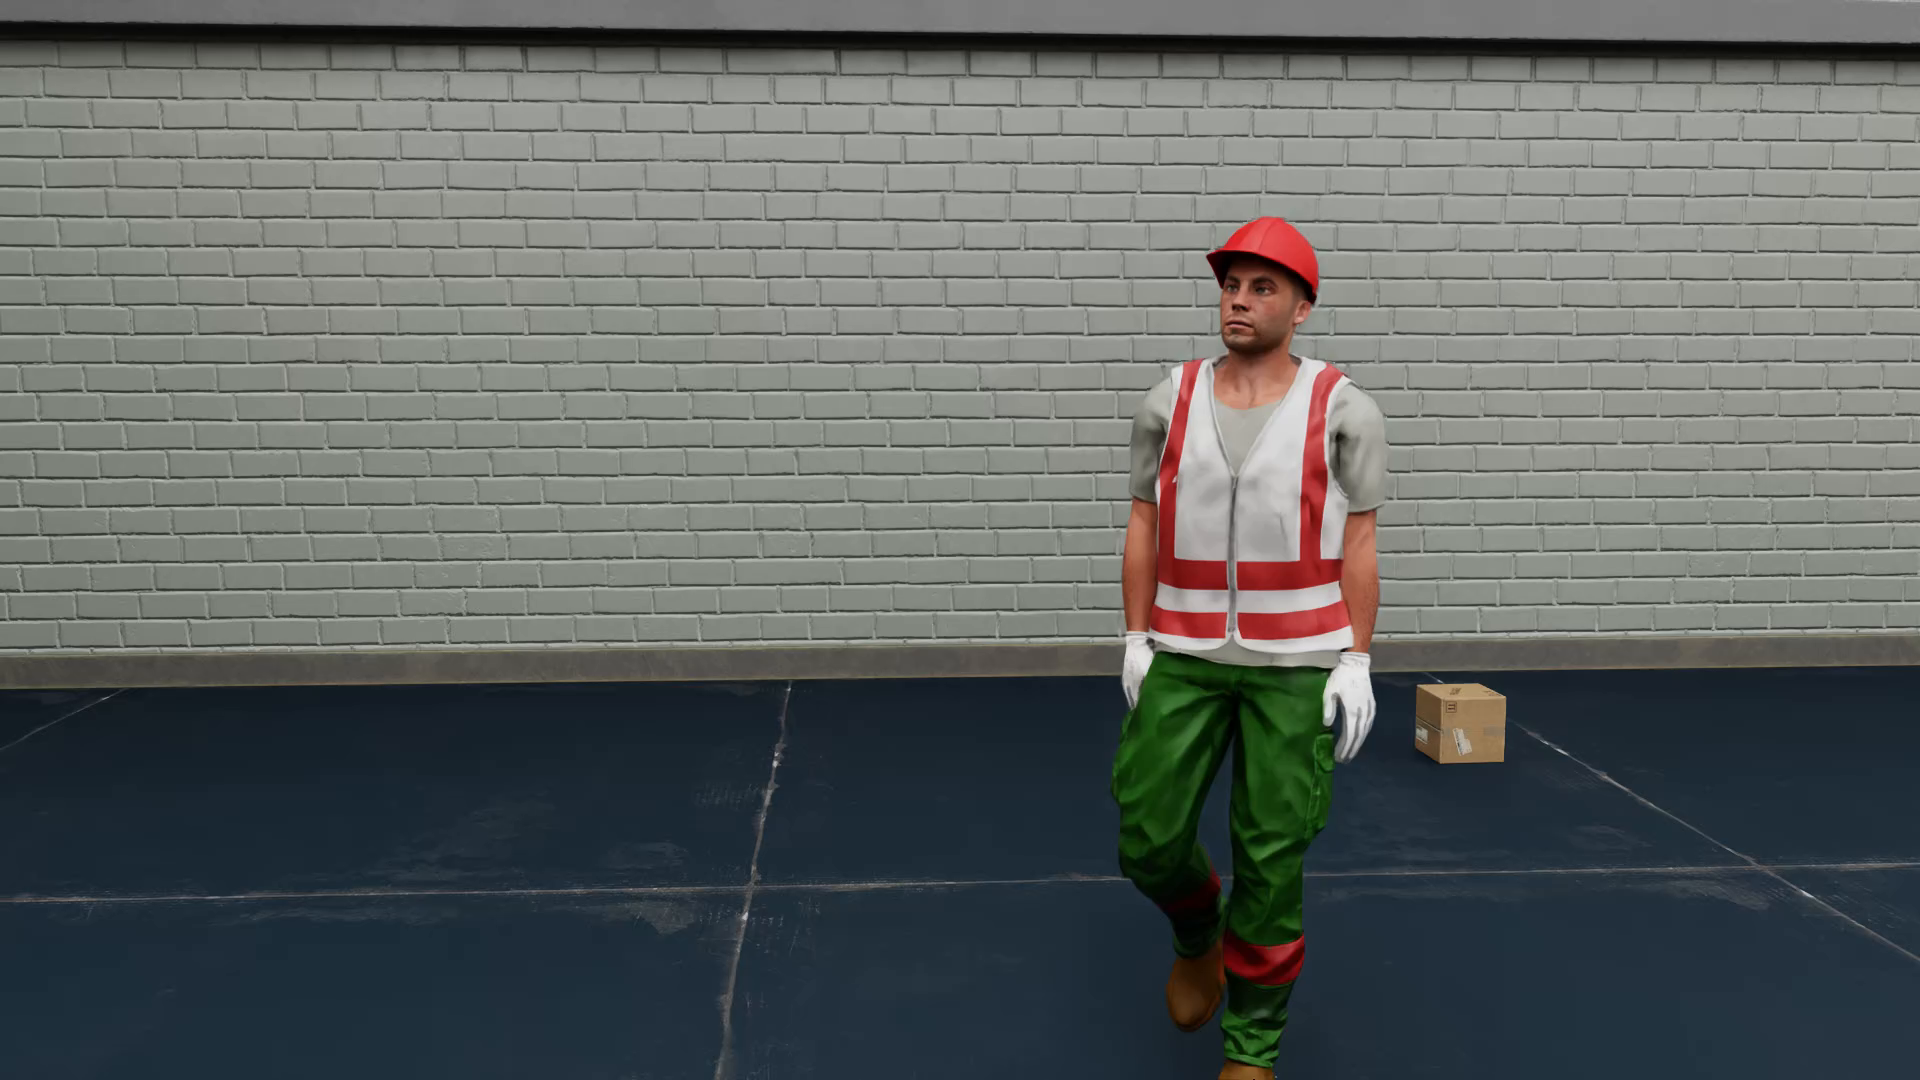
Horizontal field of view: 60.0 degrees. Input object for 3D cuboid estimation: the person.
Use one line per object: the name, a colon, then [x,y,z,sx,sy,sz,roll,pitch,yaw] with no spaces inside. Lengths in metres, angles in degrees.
person: [0.582,0.244,3.394,0.537,1.782,0.569,3,7,21]
